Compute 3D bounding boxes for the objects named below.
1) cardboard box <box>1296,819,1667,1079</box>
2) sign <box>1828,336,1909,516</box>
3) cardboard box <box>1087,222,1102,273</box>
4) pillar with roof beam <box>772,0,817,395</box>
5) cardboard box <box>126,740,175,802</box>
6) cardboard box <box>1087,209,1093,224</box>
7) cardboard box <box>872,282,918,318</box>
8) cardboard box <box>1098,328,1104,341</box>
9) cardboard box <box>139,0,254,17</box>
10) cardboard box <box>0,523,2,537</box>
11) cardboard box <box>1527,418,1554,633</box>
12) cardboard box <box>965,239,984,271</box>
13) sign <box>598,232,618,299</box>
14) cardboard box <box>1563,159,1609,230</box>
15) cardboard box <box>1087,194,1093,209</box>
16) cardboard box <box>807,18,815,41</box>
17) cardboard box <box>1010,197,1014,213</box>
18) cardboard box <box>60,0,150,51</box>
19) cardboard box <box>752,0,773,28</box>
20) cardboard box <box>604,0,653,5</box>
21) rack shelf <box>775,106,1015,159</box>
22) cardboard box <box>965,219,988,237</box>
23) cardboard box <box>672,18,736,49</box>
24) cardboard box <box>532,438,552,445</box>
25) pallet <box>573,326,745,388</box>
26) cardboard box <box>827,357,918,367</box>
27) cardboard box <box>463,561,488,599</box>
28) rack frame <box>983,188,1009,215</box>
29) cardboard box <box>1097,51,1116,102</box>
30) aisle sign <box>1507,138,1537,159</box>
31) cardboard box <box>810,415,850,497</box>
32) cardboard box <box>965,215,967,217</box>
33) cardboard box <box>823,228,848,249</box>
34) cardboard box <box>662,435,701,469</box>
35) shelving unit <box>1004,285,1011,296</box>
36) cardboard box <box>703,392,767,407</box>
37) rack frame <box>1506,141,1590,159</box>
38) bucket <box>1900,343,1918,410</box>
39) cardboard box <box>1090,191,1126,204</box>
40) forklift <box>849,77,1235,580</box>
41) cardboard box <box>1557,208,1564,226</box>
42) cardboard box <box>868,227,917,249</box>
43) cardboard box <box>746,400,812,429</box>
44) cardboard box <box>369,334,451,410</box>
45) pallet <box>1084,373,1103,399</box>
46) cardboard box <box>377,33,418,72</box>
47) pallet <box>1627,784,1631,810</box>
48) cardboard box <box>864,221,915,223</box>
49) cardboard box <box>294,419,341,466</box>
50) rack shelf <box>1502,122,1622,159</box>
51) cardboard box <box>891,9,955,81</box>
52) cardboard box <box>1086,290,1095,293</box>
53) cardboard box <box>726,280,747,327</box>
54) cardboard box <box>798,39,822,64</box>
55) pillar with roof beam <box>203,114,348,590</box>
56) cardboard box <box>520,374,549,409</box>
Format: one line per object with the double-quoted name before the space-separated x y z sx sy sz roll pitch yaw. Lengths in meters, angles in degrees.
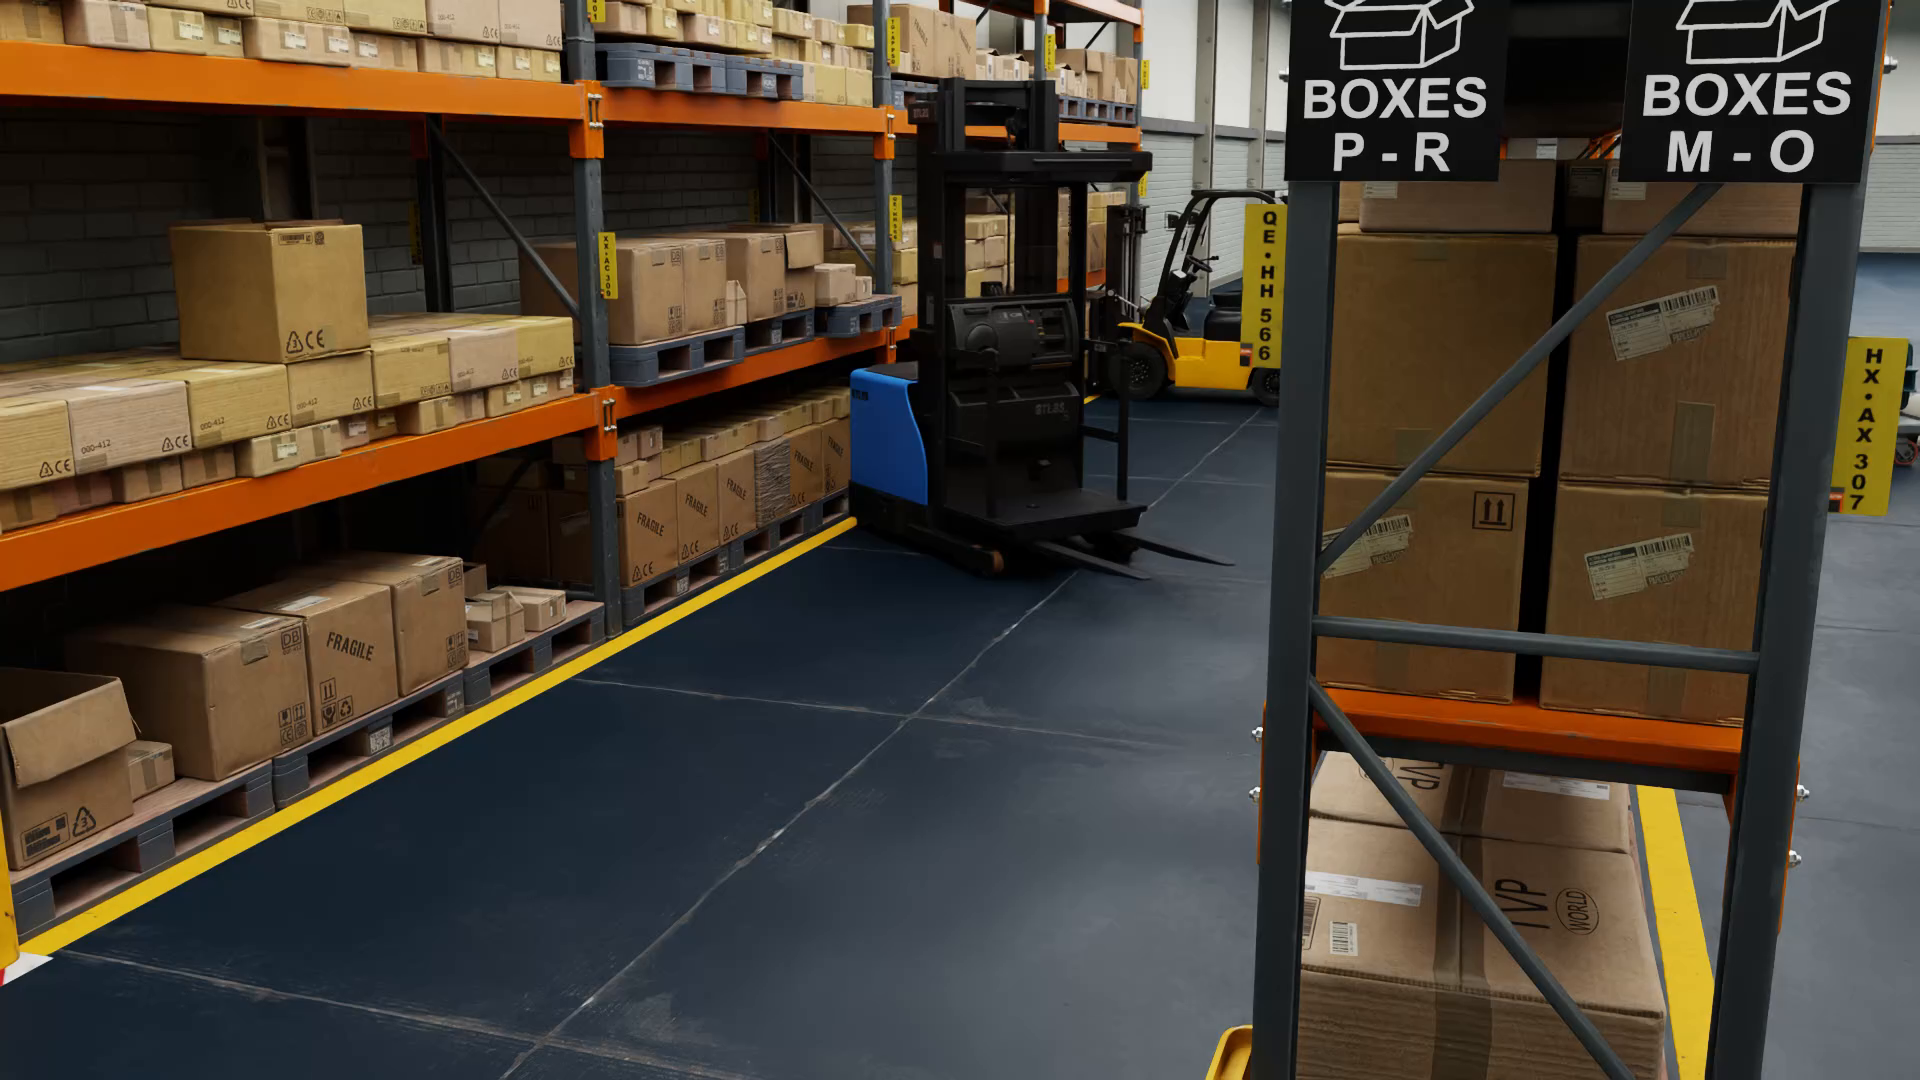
"cardboard box" 1.246 1.112 4.191 0.875 0.438 0.875 4 13 16
"sign" 1.650 -0.206 3.026 0.100 0.325 0.005 4 14 18
"cardboard box" 1.201 -3.115 17.670 0.500 0.500 0.500 4 14 19
"pillar with roof beam" 2.660 -4.782 11.716 9.100 9.000 0.400 4 14 18
"cardboard box" -3.109 0.833 6.059 0.380 0.149 0.250 4 13 16
"cardboard box" 1.183 -3.407 17.492 0.380 0.149 0.250 4 13 17
"cardboard box" -0.608 -1.830 12.603 0.500 0.250 0.500 4 14 19
"cardboard box" 1.259 -2.175 17.888 0.500 0.250 0.500 4 14 18
"cardboard box" -2.846 -1.967 5.791 0.500 0.250 0.500 4 13 17
"cardboard box" -3.205 -0.070 5.119 0.380 0.149 0.250 4 14 18
"cardboard box" 1.691 -0.024 4.129 0.500 0.500 0.500 4 13 18
"cardboard box" -0.117 -2.398 13.965 0.500 0.250 0.500 5 14 19
"sign" -1.761 -1.370 8.304 0.100 0.325 0.005 4 14 18
"cardboard box" 1.521 -0.754 3.622 0.380 0.149 0.250 5 14 20
"cardboard box" 1.199 -3.608 17.704 0.380 0.149 0.250 5 14 19
"cardboard box" -1.159 -3.305 10.757 0.380 0.149 0.250 4 13 18
"cardboard box" 0.696 -3.226 16.028 0.380 0.149 0.250 5 14 20
"cardboard box" -2.911 -1.688 5.468 0.380 0.149 0.250 5 14 20
"cardboard box" -1.322 -3.084 9.744 0.380 0.149 0.250 4 14 19
"cardboard box" -1.765 -2.755 8.305 0.380 0.149 0.250 5 14 20
"rack shelf" -0.335 -3.360 13.845 1.077 0.370 4.000 4 14 18
"cardboard box" 0.026 -2.676 14.288 0.380 0.149 0.250 4 14 19
"cardboard box" -1.475 -2.828 9.294 0.380 0.149 0.250 4 14 18
"cardboard box" -2.280 -0.494 9.625 0.380 0.149 0.250 5 14 19
"pallet" -1.915 -1.052 9.288 1.003 0.211 1.213 4 14 18
"cardboard box" -0.564 -1.143 13.648 0.875 0.625 0.625 5 14 20
"cardboard box" -2.714 0.243 8.282 0.500 0.311 0.500 5 14 20
"rack frame" 0.312 -2.670 15.944 1.000 3.000 0.127 4 14 18
"cardboard box" 1.267 -4.957 17.833 0.700 0.500 0.500 4 14 19
"aisle sign" 6.030 -4.458 17.937 0.394 0.787 0.004 4 14 18
"cardboard box" -1.088 -0.605 11.569 0.500 0.500 0.500 4 13 18
"cardboard box" -0.142 -2.924 15.373 0.380 0.149 0.250 4 13 17
"cardboard box" -1.069 -2.276 12.535 0.380 0.149 0.250 5 14 20
"cardboard box" -1.744 -0.522 9.748 0.380 0.149 0.250 4 13 17
"shelving unit" 0.382 -1.115 12.501 0.587 1.500 1.083 -6 14 -24
"cardboard box" -1.562 -0.930 11.539 0.380 0.149 0.250 5 14 19
"rack frame" 6.304 -3.155 18.072 1.000 3.000 0.127 4 14 18
"bucket" 7.589 -1.318 13.961 0.726 0.611 0.620 10 26 38
"cardboard box" 1.689 -3.931 19.121 0.380 0.149 0.250 4 14 19
"forklift" 0.459 -1.320 10.186 1.130 2.935 3.031 -8 15 -32
"cardboard box" 2.032 -0.727 4.959 0.500 0.500 0.500 4 14 19
"cardboard box" -0.516 -2.295 12.619 0.380 0.149 0.250 5 14 20
"cardboard box" -1.217 -0.843 11.158 0.380 0.149 0.250 5 14 20
"cardboard box" -2.533 -0.722 7.078 0.500 0.250 0.500 4 14 18
"pallet" 1.002 -1.733 18.104 1.003 0.211 1.213 4 14 18
"cardboard box" -2.489 -2.016 6.901 0.380 0.149 0.250 5 14 20
"pallet" 2.101 0.885 6.635 1.003 0.211 1.213 4 14 18
"cardboard box" -0.590 -2.600 13.957 0.380 0.149 0.250 5 14 20
"cardboard box" -2.675 -0.395 6.541 0.380 0.149 0.250 5 14 20
"rack shelf" 4.362 -3.004 12.283 1.077 0.370 4.000 4 14 18
"cardboard box" -0.449 -3.841 12.940 0.700 0.500 0.500 4 13 17
"cardboard box" 1.271 -2.776 19.398 0.500 0.250 0.500 4 13 18
"cardboard box" -1.464 -1.389 9.693 0.396 0.266 0.258 5 14 21
"cardboard box" -1.120 -3.157 10.779 0.380 0.149 0.250 4 14 18
"pillar with roof beam" 0.719 -3.519 6.181 9.100 9.000 0.400 4 14 18
"cardboard box" -2.205 -0.721 7.971 0.380 0.149 0.250 5 14 20
